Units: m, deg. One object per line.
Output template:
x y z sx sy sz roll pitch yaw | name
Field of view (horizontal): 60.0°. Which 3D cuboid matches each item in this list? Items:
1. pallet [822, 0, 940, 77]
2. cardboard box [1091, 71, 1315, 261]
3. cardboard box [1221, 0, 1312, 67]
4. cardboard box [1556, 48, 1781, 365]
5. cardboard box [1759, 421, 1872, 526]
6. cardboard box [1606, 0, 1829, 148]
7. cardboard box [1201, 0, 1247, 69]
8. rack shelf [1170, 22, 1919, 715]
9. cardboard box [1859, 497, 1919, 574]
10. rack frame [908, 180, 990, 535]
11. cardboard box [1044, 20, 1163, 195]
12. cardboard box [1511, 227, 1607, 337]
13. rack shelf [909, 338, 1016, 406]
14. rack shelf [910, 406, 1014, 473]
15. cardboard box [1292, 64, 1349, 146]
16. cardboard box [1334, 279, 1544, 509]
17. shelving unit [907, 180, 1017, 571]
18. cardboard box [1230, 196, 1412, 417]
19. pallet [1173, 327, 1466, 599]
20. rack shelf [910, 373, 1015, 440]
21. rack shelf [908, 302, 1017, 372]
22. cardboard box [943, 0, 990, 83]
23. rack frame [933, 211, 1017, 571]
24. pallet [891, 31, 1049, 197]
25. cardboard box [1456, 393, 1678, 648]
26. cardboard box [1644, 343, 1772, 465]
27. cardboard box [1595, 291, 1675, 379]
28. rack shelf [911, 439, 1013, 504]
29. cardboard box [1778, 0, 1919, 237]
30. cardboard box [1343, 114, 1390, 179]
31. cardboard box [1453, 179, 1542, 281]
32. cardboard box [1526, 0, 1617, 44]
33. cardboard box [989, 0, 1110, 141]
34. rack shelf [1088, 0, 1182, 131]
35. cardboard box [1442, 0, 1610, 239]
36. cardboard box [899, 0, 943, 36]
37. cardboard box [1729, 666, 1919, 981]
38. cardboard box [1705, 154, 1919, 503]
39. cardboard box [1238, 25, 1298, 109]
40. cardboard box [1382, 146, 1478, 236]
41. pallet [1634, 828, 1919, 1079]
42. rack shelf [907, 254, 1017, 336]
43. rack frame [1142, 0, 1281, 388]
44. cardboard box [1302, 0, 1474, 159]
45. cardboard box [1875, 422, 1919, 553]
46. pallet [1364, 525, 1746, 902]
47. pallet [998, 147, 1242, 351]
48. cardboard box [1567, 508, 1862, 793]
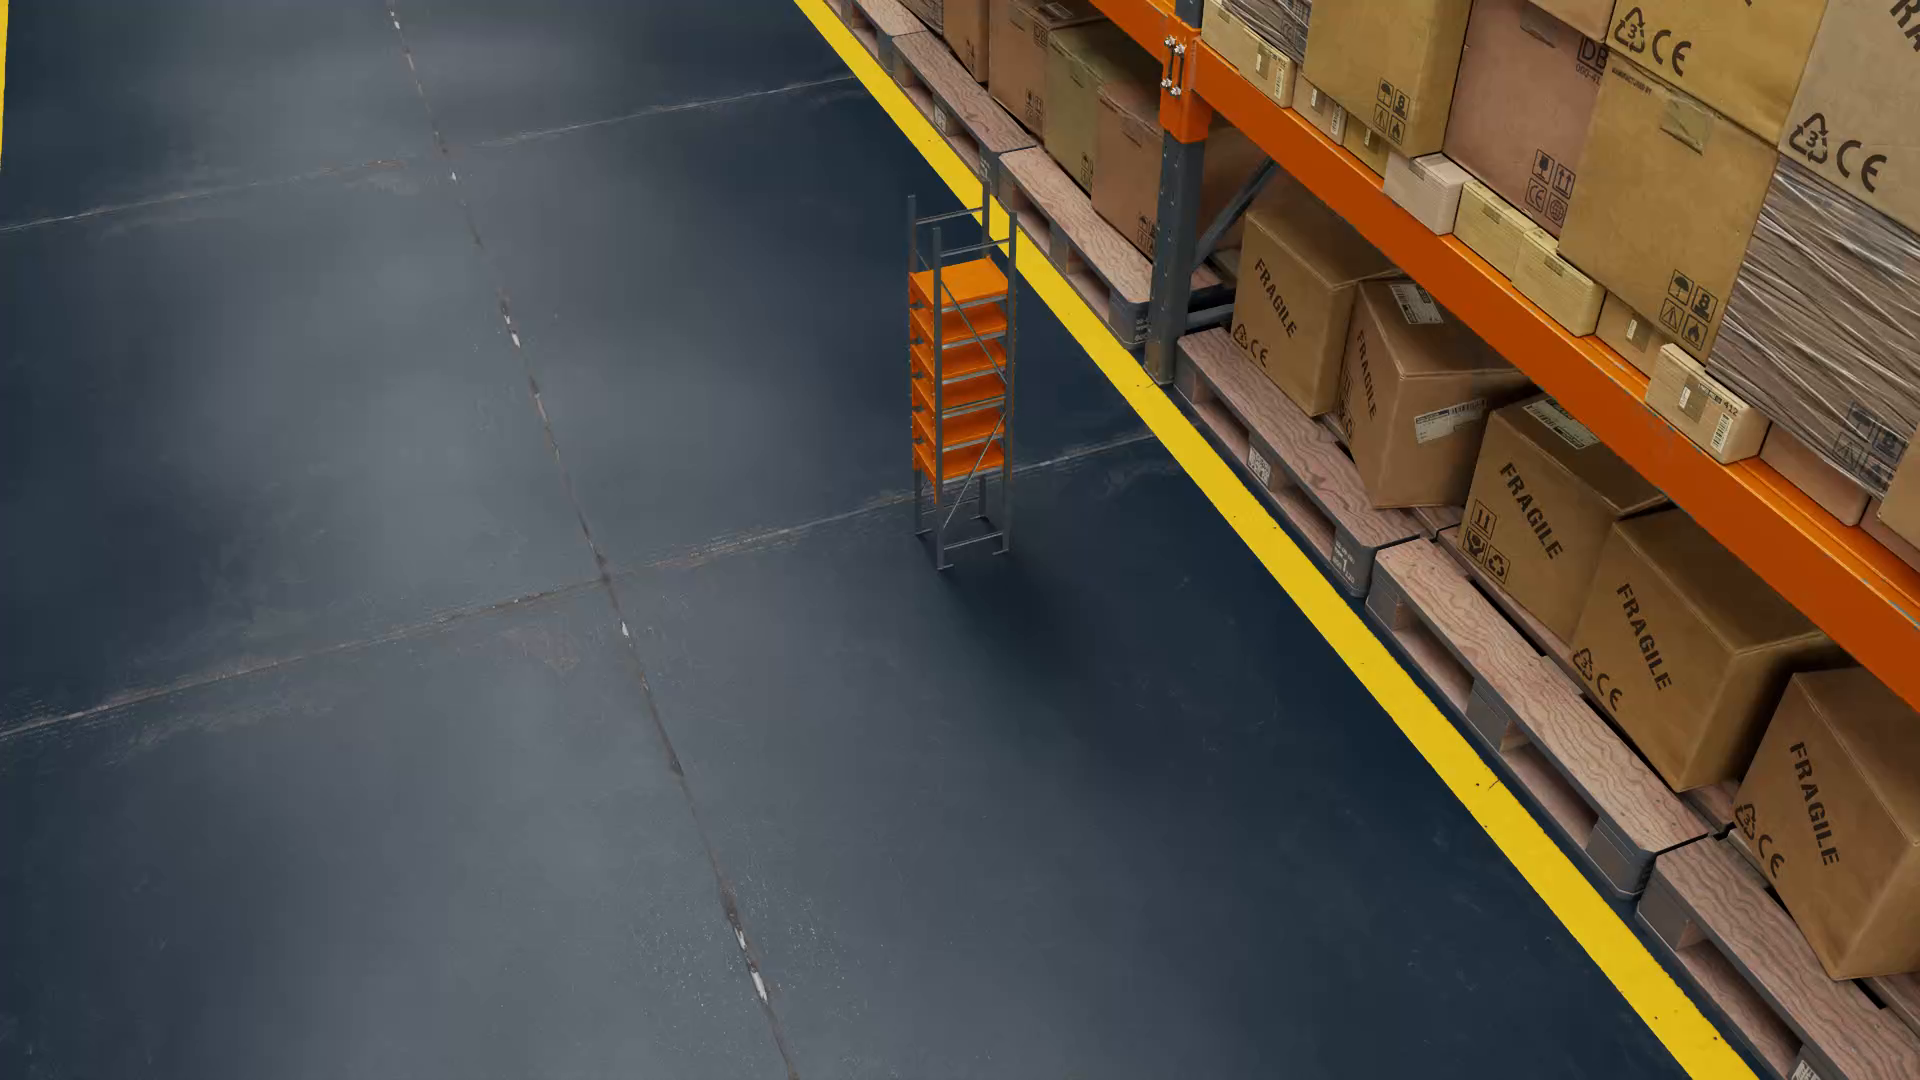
-0.093 -2.717 8.248 1.003 0.211 1.213 -15 43 -17 | pallet
0.925 -1.430 6.192 0.700 0.500 0.500 -18 44 -20 | cardboard box
1.255 -1.700 4.622 0.875 0.500 0.500 -15 43 -17 | cardboard box
1.851 -0.803 3.578 0.875 0.500 0.500 -15 43 -17 | cardboard box
1.877 -0.200 3.375 0.380 0.149 0.250 -15 43 -17 | cardboard box
1.662 -1.131 3.193 0.500 0.500 0.500 -15 43 -17 | cardboard box
0.944 -1.536 4.928 0.380 0.149 0.250 -15 43 -17 | cardboard box
1.905 -0.358 3.918 1.077 0.370 4.000 -15 43 -17 | rack shelf
1.994 -0.055 3.206 0.380 0.149 0.250 -15 43 -17 | cardboard box
-0.029 -0.501 4.913 0.240 1.200 0.006 -15 43 -17 | rack frame
0.760 -1.722 6.532 0.700 0.500 0.500 -15 43 -17 | cardboard box
1.531 -0.636 3.882 0.380 0.149 0.250 -15 43 -17 | cardboard box
0.006 -0.504 4.799 0.258 0.103 0.180 -15 43 -17 | rack shelf
0.006 -0.322 4.956 0.258 0.103 0.180 -15 43 -17 | rack shelf
1.149 -1.239 4.582 0.380 0.149 0.250 -15 43 -17 | cardboard box
1.482 -0.453 5.072 0.500 0.500 0.500 -3 41 -3 | cardboard box
0.006 -0.446 4.849 0.258 1.200 0.189 -15 43 -17 | shelving unit
1.256 -0.796 5.471 0.500 0.500 0.500 -16 43 -18 | cardboard box
1.430 -0.383 5.533 1.003 0.211 1.213 -15 43 -17 | pallet
0.006 -0.413 4.878 0.258 0.103 0.180 -15 43 -17 | rack shelf
0.006 -0.594 4.721 0.258 0.103 0.180 -15 43 -17 | rack shelf
0.332 -2.395 7.314 0.700 0.500 0.500 -12 42 -13 | cardboard box
0.041 -0.391 4.785 0.240 1.200 0.006 -15 43 -17 | rack frame
0.370 -1.983 7.394 1.003 0.211 1.213 -15 43 -17 | pallet
1.792 -0.099 4.660 0.500 0.500 0.500 -19 44 -21 | cardboard box
1.700 -0.329 3.524 0.380 0.149 0.250 -15 43 -17 | cardboard box
1.668 -0.497 3.720 0.380 0.149 0.250 -15 43 -17 | cardboard box
0.006 -0.231 5.034 0.258 0.103 0.180 -15 43 -17 | rack shelf
1.846 -0.827 2.840 0.500 0.500 0.500 -15 43 -17 | cardboard box
1.254 -1.090 4.410 0.380 0.149 0.250 -15 43 -17 | cardboard box
1.445 -0.789 4.060 0.380 0.149 0.250 -15 43 -17 | cardboard box
1.461 -1.429 3.540 0.500 0.500 0.500 -15 43 -17 | cardboard box
0.545 -2.059 6.924 0.700 0.500 0.500 -19 44 -20 | cardboard box
0.375 -2.768 6.720 1.077 0.370 4.000 -15 43 -17 | rack shelf
1.698 -1.114 3.940 0.875 0.500 0.500 -15 43 -17 | cardboard box
0.108 -2.735 7.710 0.700 0.500 0.500 -19 44 -20 | cardboard box
2.187 0.630 3.812 0.500 0.500 0.500 -5 41 -6 | cardboard box
2.032 -0.498 3.224 0.875 0.500 0.500 -15 43 -17 | cardboard box
1.028 -1.382 4.750 0.380 0.149 0.250 -15 43 -17 | cardboard box
1.311 -0.929 4.223 0.380 0.149 0.250 -15 43 -17 | cardboard box
2.363 1.087 3.824 1.003 0.211 1.213 -15 43 -17 | pallet
0.006 -0.685 4.643 0.258 0.103 0.180 -15 43 -17 | rack shelf
1.140 -1.836 5.084 1.000 3.000 0.127 -15 43 -17 | rack frame
1.414 -1.390 4.261 0.875 0.500 0.500 -15 43 -17 | cardboard box
2.183 -0.186 2.861 0.875 0.500 0.500 -15 43 -17 | cardboard box
1.900 0.353 4.677 1.003 0.211 1.213 -15 43 -17 | pallet
0.841 -1.247 6.539 1.003 0.211 1.213 -15 43 -17 | pallet
1.965 0.248 4.256 0.500 0.500 0.500 -11 42 -13 | cardboard box
